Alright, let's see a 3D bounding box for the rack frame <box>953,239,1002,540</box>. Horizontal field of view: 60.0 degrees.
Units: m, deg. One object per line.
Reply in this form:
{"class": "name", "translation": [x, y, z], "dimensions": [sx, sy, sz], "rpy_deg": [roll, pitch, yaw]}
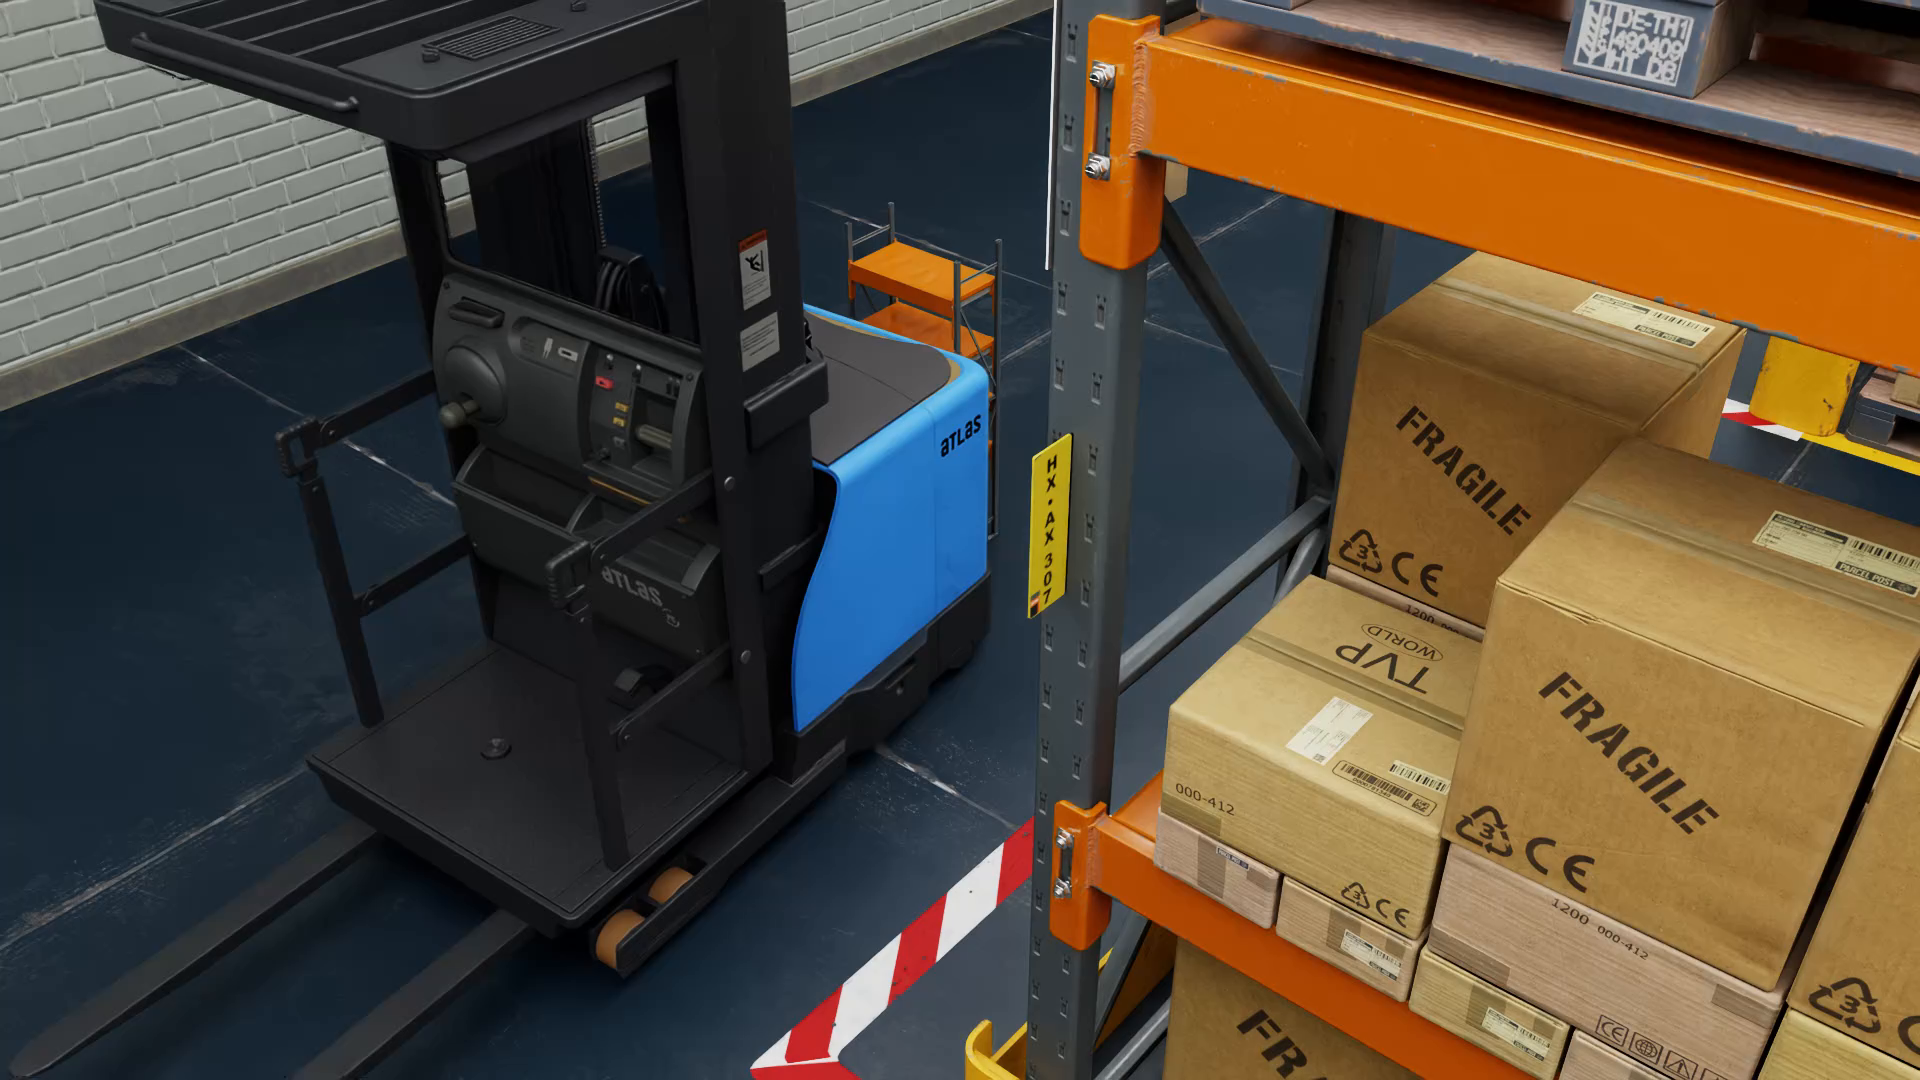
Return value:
{"class": "rack frame", "translation": [0.060, -0.466, 5.869], "dimensions": [0.015, 1.200, 0.240], "rpy_deg": [25, 42, 32]}

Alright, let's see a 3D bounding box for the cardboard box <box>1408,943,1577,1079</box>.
{"class": "cardboard box", "translation": [0.966, 0.691, 2.816], "dimensions": [0.250, 0.149, 0.380], "rpy_deg": [24, 41, 31]}

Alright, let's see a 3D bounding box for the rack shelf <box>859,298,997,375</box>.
{"class": "rack shelf", "translation": [-0.127, -0.683, 5.909], "dimensions": [0.480, 0.148, 0.258], "rpy_deg": [25, 42, 32]}

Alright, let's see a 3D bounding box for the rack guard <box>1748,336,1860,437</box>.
{"class": "rack guard", "translation": [3.819, -0.933, 7.167], "dimensions": [0.348, 0.500, 1.175], "rpy_deg": [25, 42, 32]}

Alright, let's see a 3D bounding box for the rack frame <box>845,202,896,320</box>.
{"class": "rack frame", "translation": [-0.315, -0.643, 6.126], "dimensions": [0.015, 1.200, 0.240], "rpy_deg": [25, 42, 32]}

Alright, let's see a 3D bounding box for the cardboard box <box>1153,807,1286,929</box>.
{"class": "cardboard box", "translation": [0.571, 0.506, 3.085], "dimensions": [0.250, 0.149, 0.380], "rpy_deg": [26, 42, 32]}

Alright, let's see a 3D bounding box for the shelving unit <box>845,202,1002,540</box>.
{"class": "shelving unit", "translation": [-0.127, -0.555, 5.998], "dimensions": [0.503, 1.200, 0.258], "rpy_deg": [25, 42, 32]}

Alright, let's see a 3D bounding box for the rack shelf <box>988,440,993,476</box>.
{"class": "rack shelf", "translation": [-0.127, -0.335, 6.148], "dimensions": [0.480, 0.148, 0.258], "rpy_deg": [25, 42, 32]}

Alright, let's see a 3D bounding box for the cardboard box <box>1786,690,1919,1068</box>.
{"class": "cardboard box", "translation": [1.492, 0.418, 2.199], "dimensions": [0.500, 0.500, 0.500], "rpy_deg": [24, 41, 31]}

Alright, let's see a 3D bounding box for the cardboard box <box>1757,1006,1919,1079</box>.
{"class": "cardboard box", "translation": [1.493, 0.730, 2.407], "dimensions": [0.500, 0.250, 0.500], "rpy_deg": [24, 41, 30]}

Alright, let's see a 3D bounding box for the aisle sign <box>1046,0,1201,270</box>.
{"class": "aisle sign", "translation": [0.262, -0.837, 2.522], "dimensions": [0.004, 0.787, 0.394], "rpy_deg": [25, 42, 32]}

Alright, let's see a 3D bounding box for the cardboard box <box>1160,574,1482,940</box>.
{"class": "cardboard box", "translation": [0.706, 0.361, 2.944], "dimensions": [0.500, 0.250, 0.500], "rpy_deg": [24, 41, 31]}

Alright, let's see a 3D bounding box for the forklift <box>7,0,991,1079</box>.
{"class": "forklift", "translation": [-1.153, -0.343, 4.161], "dimensions": [1.130, 2.935, 3.031], "rpy_deg": [22, 40, 28]}

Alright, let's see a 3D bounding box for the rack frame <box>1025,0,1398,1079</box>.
{"class": "rack frame", "translation": [0.510, 0.131, 3.410], "dimensions": [0.127, 3.000, 1.000], "rpy_deg": [25, 42, 32]}

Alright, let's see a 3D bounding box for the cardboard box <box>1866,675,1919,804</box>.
{"class": "cardboard box", "translation": [1.441, 0.314, 3.013], "dimensions": [0.500, 0.250, 0.500], "rpy_deg": [24, 41, 31]}

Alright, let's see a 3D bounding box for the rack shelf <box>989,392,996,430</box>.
{"class": "rack shelf", "translation": [-0.127, -0.499, 6.036], "dimensions": [0.480, 0.148, 0.258], "rpy_deg": [25, 42, 32]}

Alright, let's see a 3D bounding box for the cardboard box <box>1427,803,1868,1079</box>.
{"class": "cardboard box", "translation": [1.110, 0.547, 2.674], "dimensions": [0.500, 0.250, 0.500], "rpy_deg": [25, 41, 31]}

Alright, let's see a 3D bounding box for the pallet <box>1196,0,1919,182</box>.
{"class": "pallet", "translation": [1.087, -0.805, 2.201], "dimensions": [1.213, 0.211, 1.003], "rpy_deg": [25, 42, 32]}

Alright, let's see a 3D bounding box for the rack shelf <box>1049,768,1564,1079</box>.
{"class": "rack shelf", "translation": [2.047, 1.152, 2.559], "dimensions": [4.000, 0.370, 1.077], "rpy_deg": [25, 42, 32]}

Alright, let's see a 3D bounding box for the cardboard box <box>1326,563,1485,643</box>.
{"class": "cardboard box", "translation": [1.052, 0.130, 3.281], "dimensions": [0.500, 0.250, 0.500], "rpy_deg": [25, 41, 31]}

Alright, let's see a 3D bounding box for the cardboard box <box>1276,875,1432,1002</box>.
{"class": "cardboard box", "translation": [0.769, 0.599, 2.951], "dimensions": [0.250, 0.149, 0.380], "rpy_deg": [25, 41, 31]}

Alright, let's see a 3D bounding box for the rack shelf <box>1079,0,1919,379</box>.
{"class": "rack shelf", "translation": [2.047, -0.085, 1.710], "dimensions": [4.000, 0.370, 1.077], "rpy_deg": [25, 42, 32]}

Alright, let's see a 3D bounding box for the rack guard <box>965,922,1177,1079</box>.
{"class": "rack guard", "translation": [0.491, 1.152, 4.130], "dimensions": [0.348, 0.500, 1.175], "rpy_deg": [25, 42, 32]}

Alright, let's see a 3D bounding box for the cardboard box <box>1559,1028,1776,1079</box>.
{"class": "cardboard box", "translation": [1.168, 0.785, 2.679], "dimensions": [0.250, 0.149, 0.380], "rpy_deg": [25, 41, 31]}

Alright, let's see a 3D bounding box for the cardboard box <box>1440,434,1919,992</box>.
{"class": "cardboard box", "translation": [1.090, 0.233, 2.468], "dimensions": [0.500, 0.500, 0.500], "rpy_deg": [24, 41, 31]}

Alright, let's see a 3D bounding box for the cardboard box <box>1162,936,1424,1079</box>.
{"class": "cardboard box", "translation": [1.053, 1.030, 3.606], "dimensions": [0.875, 0.875, 0.875], "rpy_deg": [25, 42, 32]}

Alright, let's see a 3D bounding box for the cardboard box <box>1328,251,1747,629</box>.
{"class": "cardboard box", "translation": [1.052, -0.177, 3.066], "dimensions": [0.500, 0.500, 0.500], "rpy_deg": [26, 42, 32]}

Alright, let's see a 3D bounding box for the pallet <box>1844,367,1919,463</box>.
{"class": "pallet", "translation": [4.421, -0.504, 6.797], "dimensions": [1.213, 0.211, 1.003], "rpy_deg": [25, 42, 32]}

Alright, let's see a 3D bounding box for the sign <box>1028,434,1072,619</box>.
{"class": "sign", "translation": [0.150, -0.020, 2.794], "dimensions": [0.005, 0.325, 0.100], "rpy_deg": [25, 42, 32]}

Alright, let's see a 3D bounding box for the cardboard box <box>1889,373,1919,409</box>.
{"class": "cardboard box", "translation": [3.959, -0.660, 6.708], "dimensions": [0.250, 0.149, 0.380], "rpy_deg": [26, 42, 33]}

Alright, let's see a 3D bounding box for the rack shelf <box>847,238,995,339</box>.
{"class": "rack shelf", "translation": [-0.127, -0.878, 5.775], "dimensions": [0.480, 0.148, 0.258], "rpy_deg": [25, 42, 32]}
